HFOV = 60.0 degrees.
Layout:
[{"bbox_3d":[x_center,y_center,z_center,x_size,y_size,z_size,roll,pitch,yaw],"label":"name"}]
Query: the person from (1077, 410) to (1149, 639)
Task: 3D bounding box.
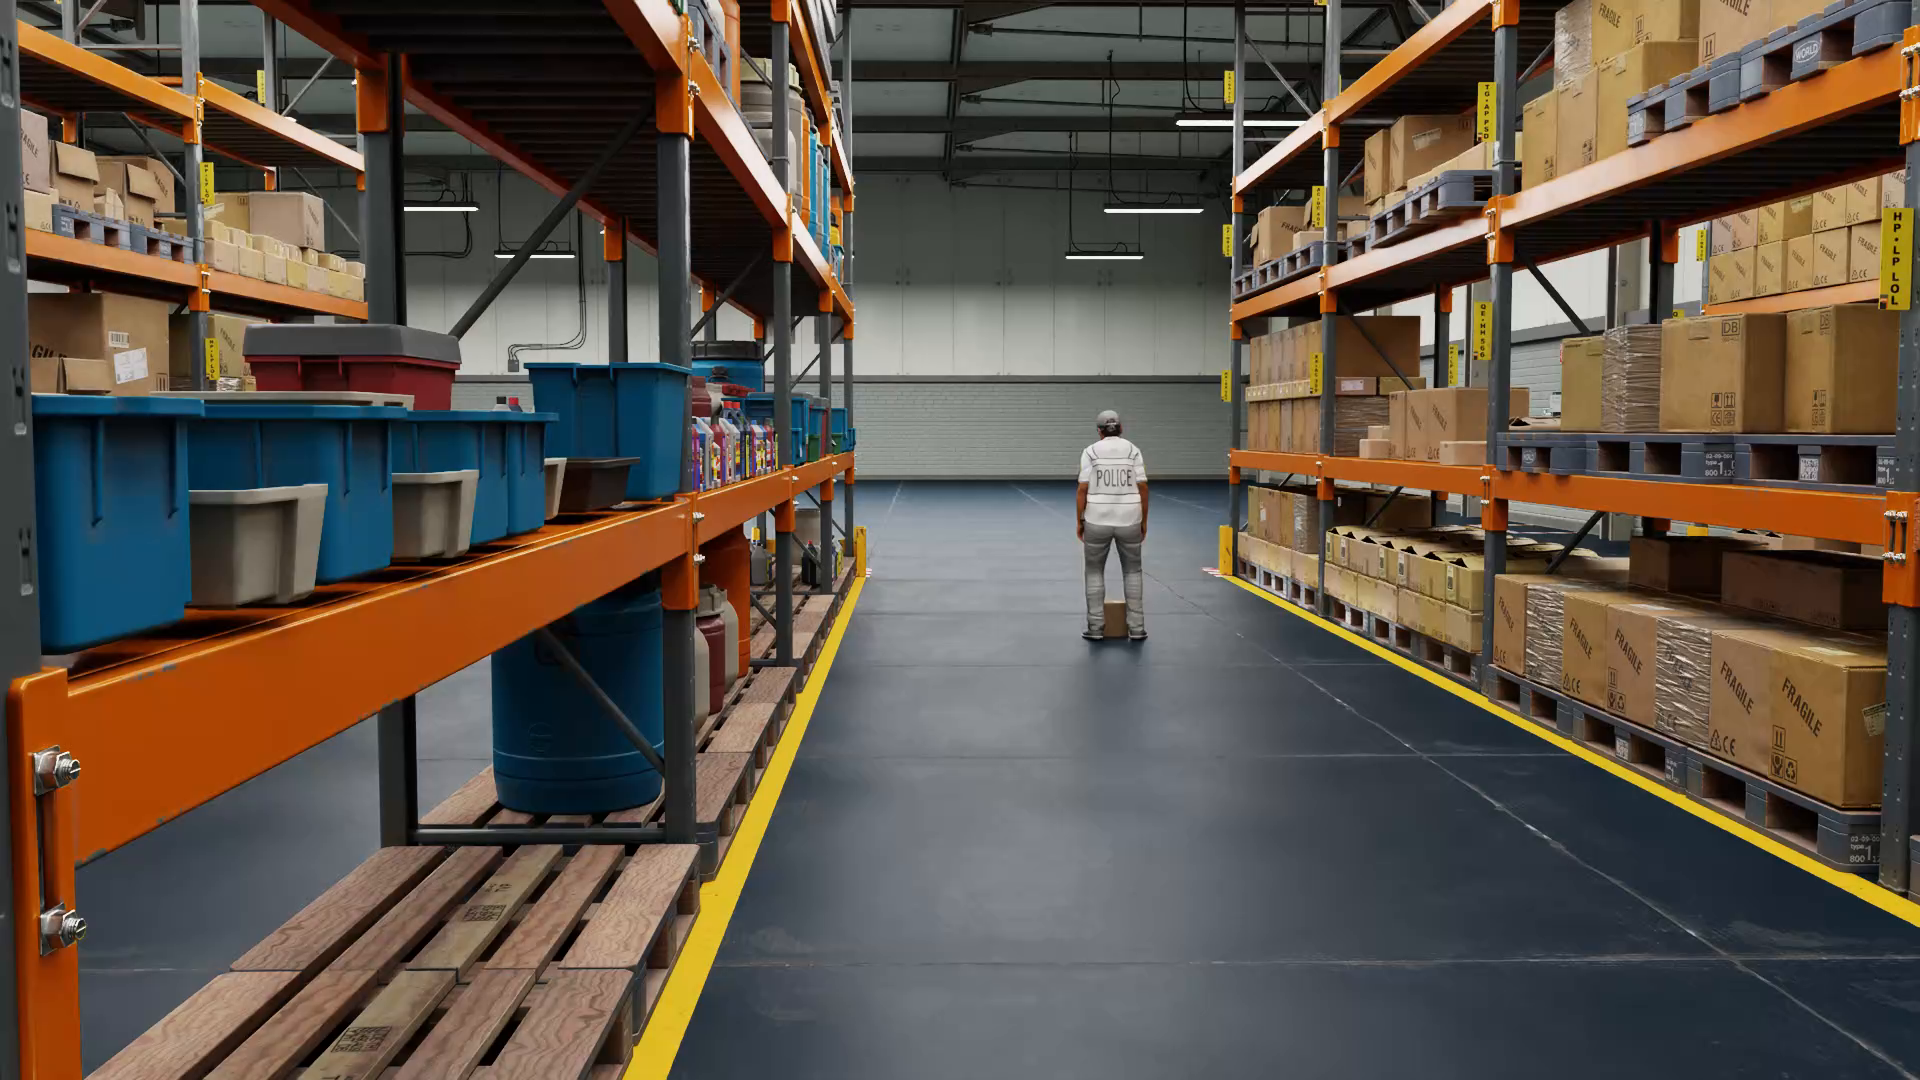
[{"bbox_3d":[1.113,-0.111,12.087,0.539,1.667,0.466,0,4,-1],"label":"person"}]
